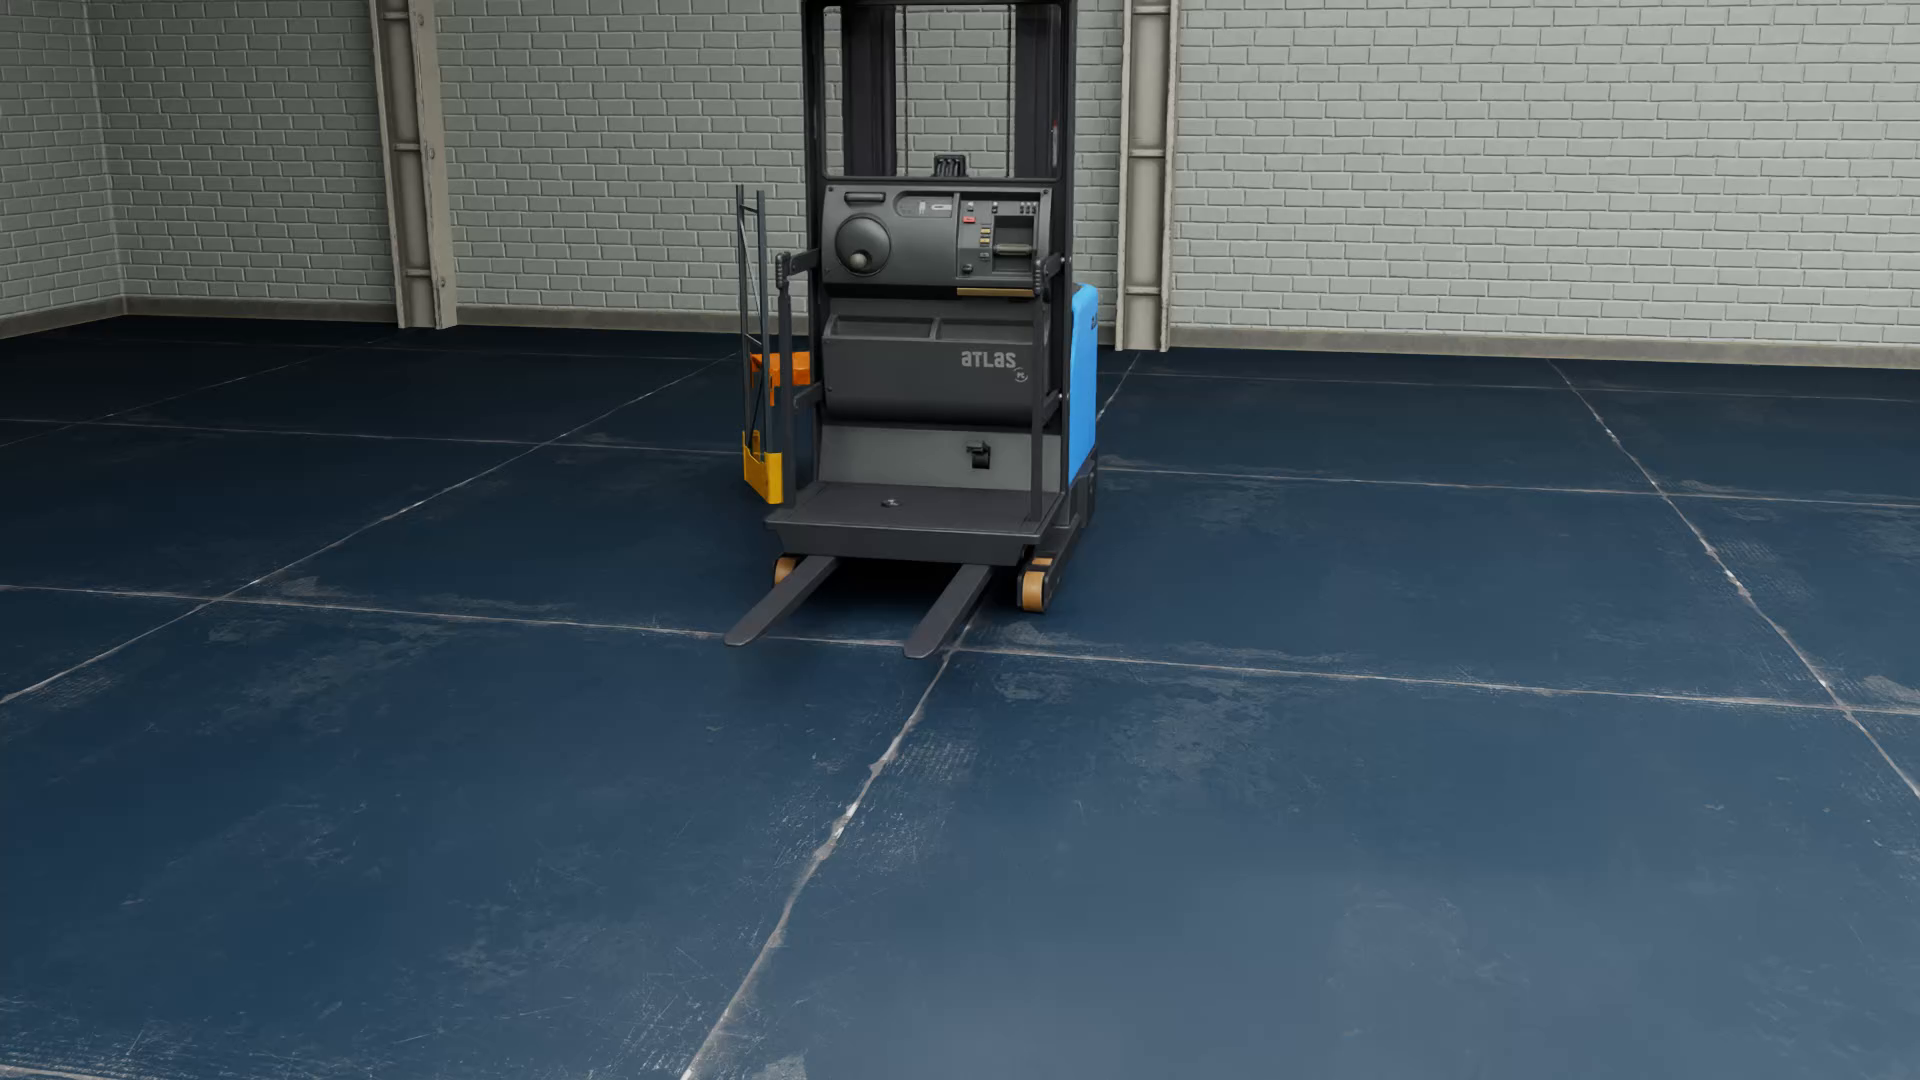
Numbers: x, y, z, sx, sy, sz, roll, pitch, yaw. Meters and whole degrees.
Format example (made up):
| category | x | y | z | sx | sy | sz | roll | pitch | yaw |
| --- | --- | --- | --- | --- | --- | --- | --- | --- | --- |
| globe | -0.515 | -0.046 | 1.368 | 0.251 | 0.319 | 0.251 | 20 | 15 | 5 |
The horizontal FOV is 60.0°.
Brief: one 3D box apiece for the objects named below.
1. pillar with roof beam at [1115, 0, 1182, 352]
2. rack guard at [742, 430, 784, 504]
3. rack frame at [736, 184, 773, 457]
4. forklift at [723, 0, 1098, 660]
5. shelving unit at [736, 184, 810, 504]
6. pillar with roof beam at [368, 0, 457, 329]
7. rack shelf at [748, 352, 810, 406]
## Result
| category | x | y | z | sx | sy | sz | roll | pitch | yaw |
| --- | --- | --- | --- | --- | --- | --- | --- | --- | --- |
| pillar with roof beam | 0.551 | -4.692 | 7.574 | 0.400 | 9.000 | 9.100 | 3 | 16 | 11 |
| rack guard | -0.992 | -0.373 | 8.369 | 0.087 | 0.250 | 0.587 | -5 | 16 | -19 |
| rack frame | -1.010 | -0.973 | 8.196 | 0.032 | 1.500 | 0.500 | -5 | 16 | -19 |
| forklift | -0.138 | -1.236 | 6.463 | 1.130 | 2.935 | 3.031 | 3 | 16 | 11 |
| shelving unit | -0.523 | -1.020 | 8.363 | 1.083 | 1.500 | 0.587 | -5 | 16 | -19 |
| pillar with roof beam | -5.329 | -5.011 | 8.726 | 0.400 | 9.000 | 9.100 | 3 | 16 | 11 |
| rack shelf | -0.531 | -0.845 | 8.408 | 1.000 | 0.185 | 0.538 | -5 | 16 | -19 |
